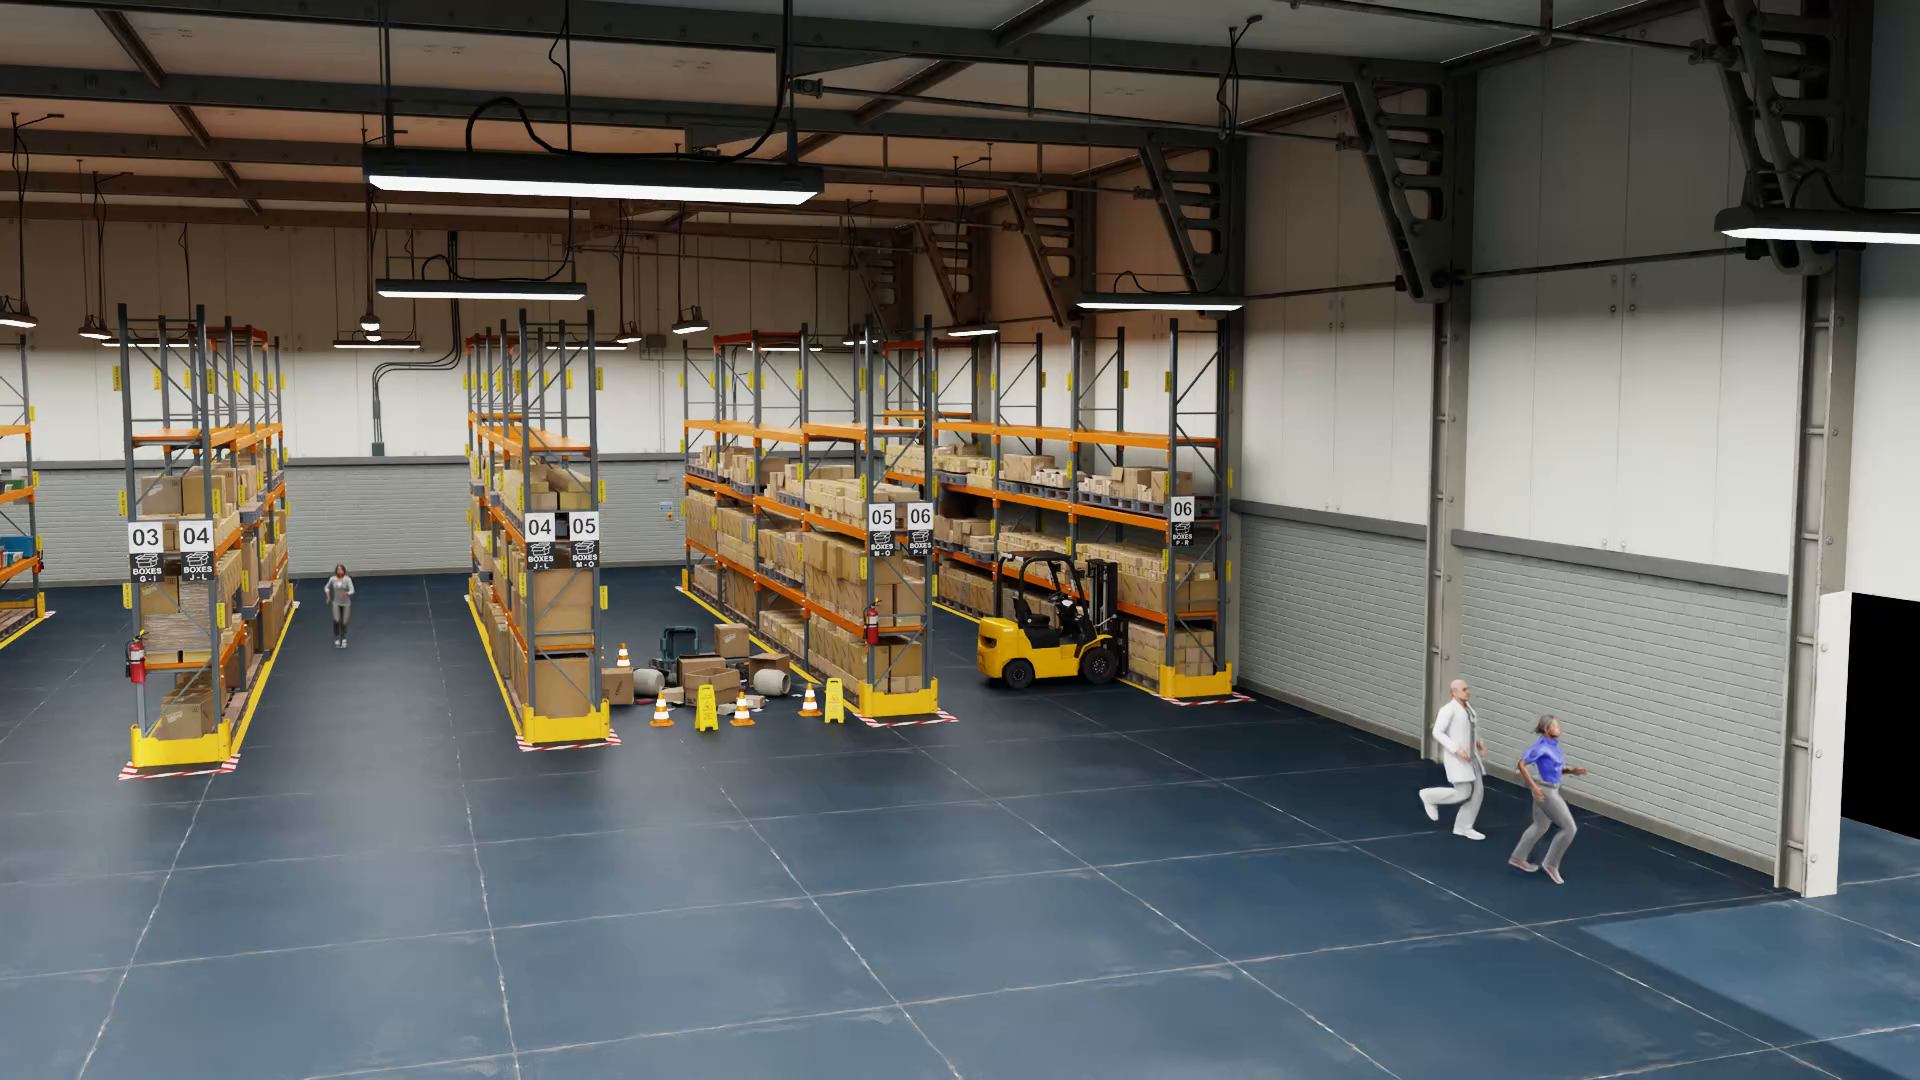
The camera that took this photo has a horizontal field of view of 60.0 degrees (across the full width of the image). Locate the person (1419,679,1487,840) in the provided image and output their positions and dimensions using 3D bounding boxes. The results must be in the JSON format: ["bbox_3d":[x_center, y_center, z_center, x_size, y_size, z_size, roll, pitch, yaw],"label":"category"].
[{"bbox_3d":[5.491,2.402,18.391,0.711,1.743,0.756,-5,7,-42],"label":"person"}]

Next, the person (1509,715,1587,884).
[{"bbox_3d":[5.917,2.604,16.723,0.712,1.700,0.541,2,6,24],"label":"person"}]

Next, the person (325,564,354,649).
[{"bbox_3d":[-11.636,1.246,31.214,0.508,1.599,0.667,-2,6,-22],"label":"person"}]
